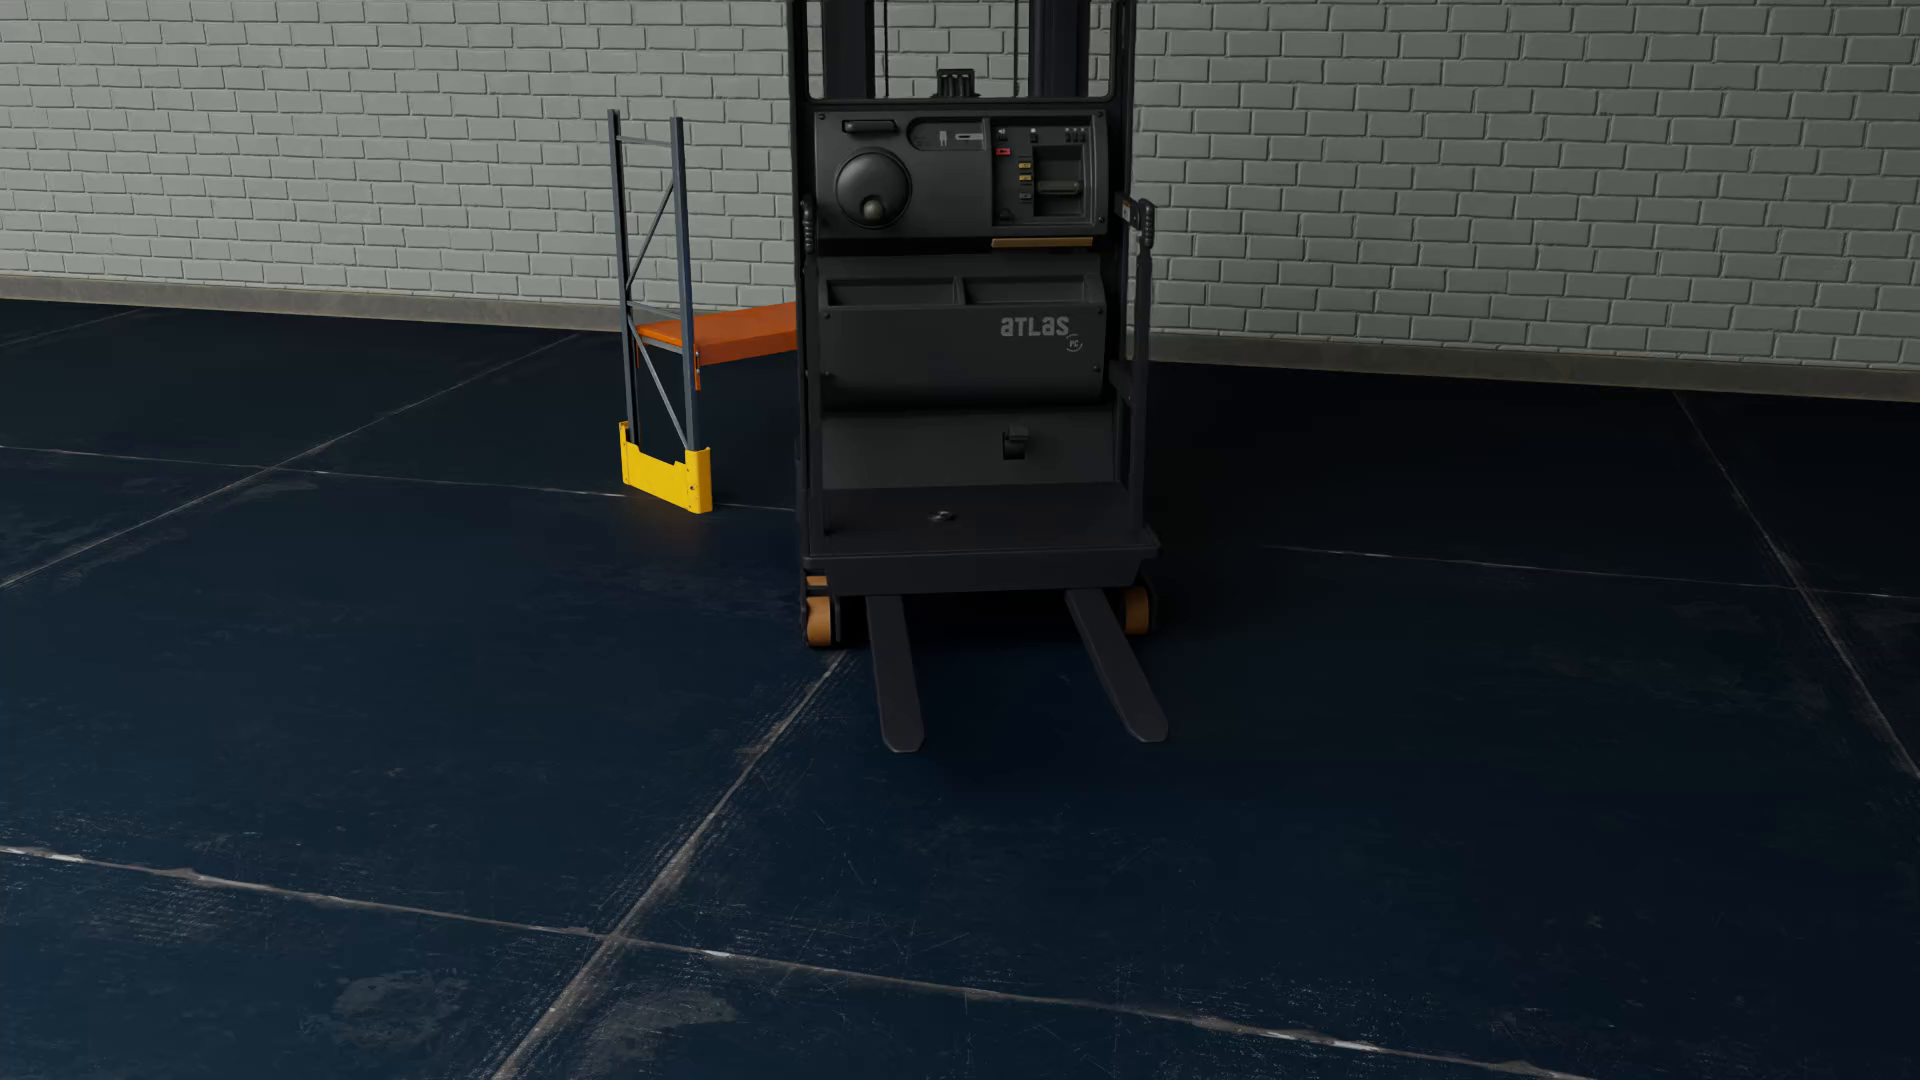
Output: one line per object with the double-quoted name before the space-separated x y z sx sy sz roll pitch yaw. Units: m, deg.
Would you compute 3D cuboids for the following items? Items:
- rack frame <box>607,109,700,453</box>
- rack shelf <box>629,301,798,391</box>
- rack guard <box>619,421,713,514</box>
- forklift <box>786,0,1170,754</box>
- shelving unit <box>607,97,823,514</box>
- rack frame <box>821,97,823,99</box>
"rack frame" -1.184 -0.890 6.472 0.032 1.500 0.500 -16 24 -38
"rack shelf" -0.799 -0.827 6.845 1.000 0.185 0.538 -16 24 -38
"rack guard" -1.183 -0.299 6.675 0.087 0.250 0.587 -16 24 -38
"forklift" 0.030 -1.163 5.059 1.130 2.935 3.031 -2 19 -5
"shelving unit" -0.806 -0.995 6.781 1.083 1.500 0.587 -16 24 -38
"rack frame" -0.414 -1.104 7.101 0.032 1.500 0.500 -16 24 -38
